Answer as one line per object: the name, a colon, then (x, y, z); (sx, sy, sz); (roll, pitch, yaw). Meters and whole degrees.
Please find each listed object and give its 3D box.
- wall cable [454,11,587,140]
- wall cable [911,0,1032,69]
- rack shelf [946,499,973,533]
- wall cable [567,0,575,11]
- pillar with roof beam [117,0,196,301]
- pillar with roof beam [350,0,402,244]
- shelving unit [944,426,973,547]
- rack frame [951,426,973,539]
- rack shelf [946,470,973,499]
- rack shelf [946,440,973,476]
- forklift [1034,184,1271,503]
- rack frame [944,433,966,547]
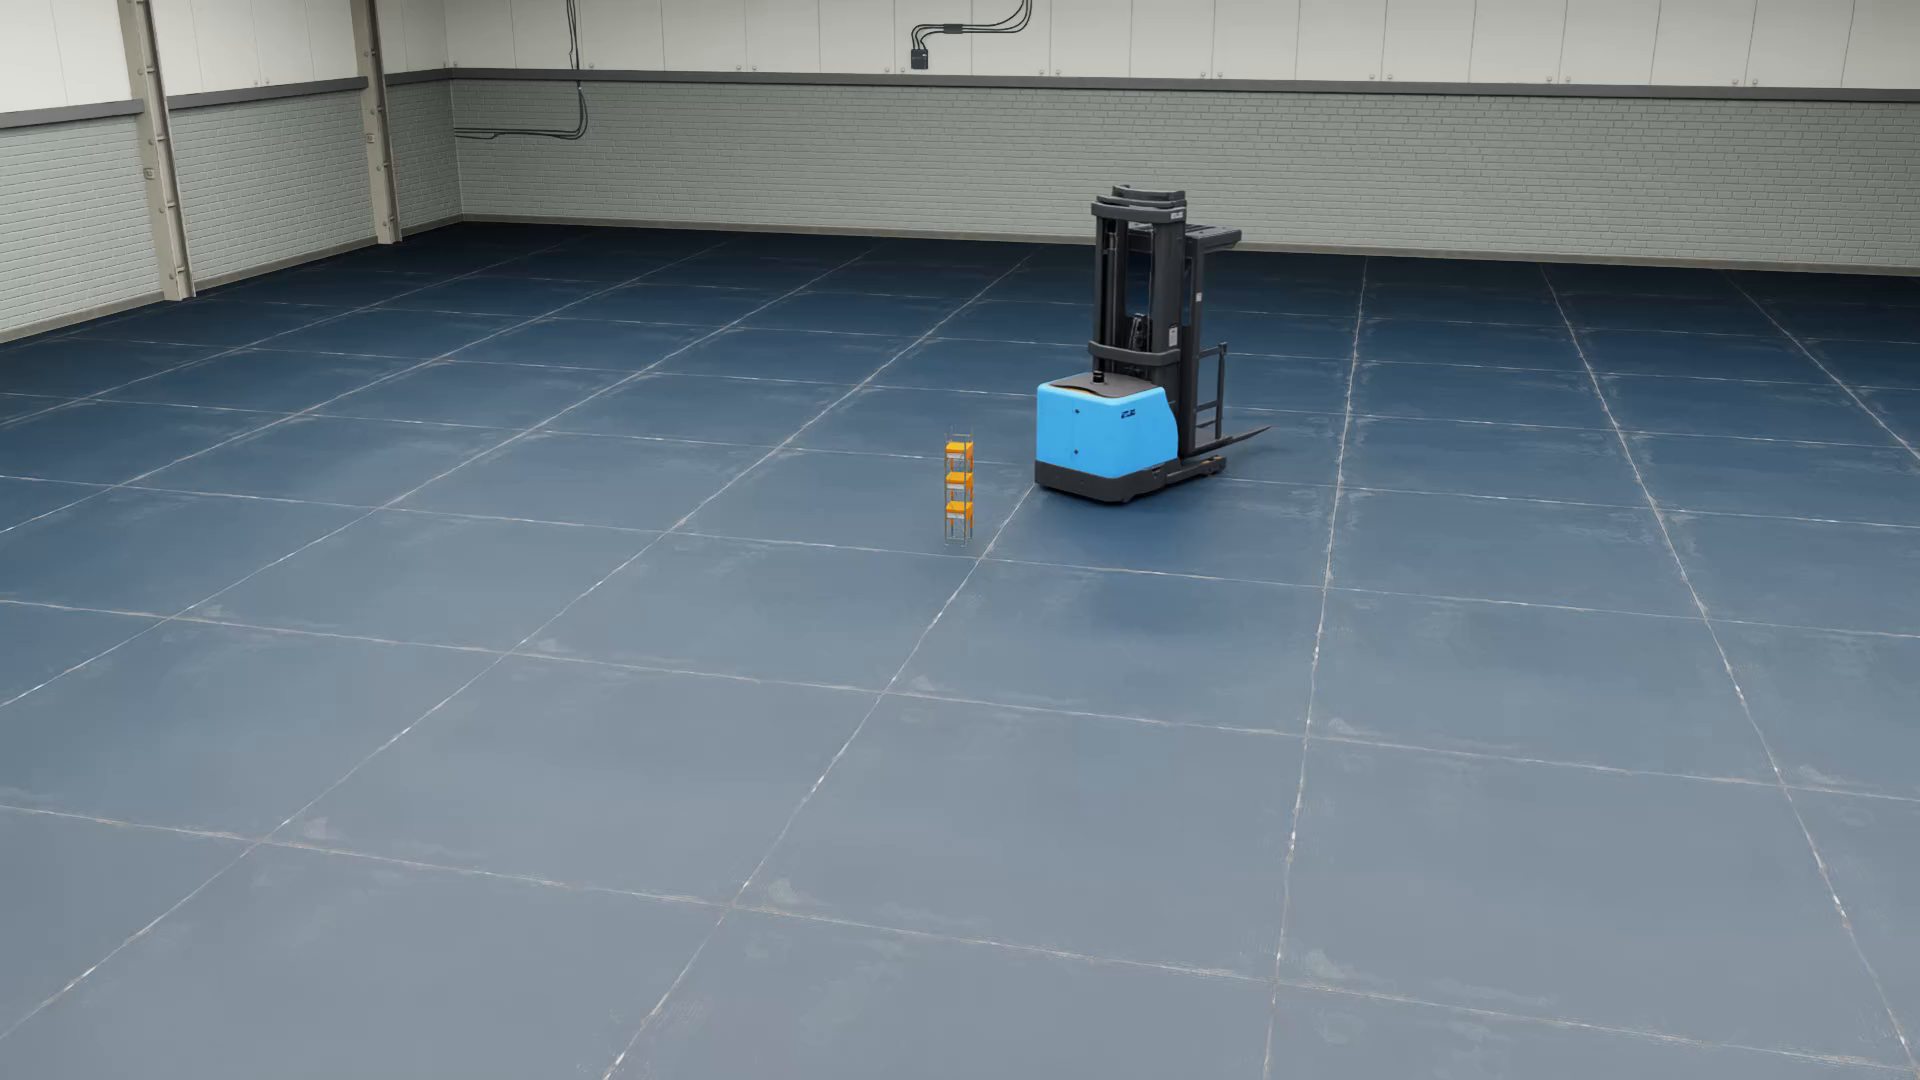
wall cable: (-9.001, -9.355, 33.522); (3.097, 2.526, 0.112); (5, 19, 13)
wall cable: (0.201, -11.680, 30.261); (2.305, 6.003, 0.169); (5, 19, 13)
rack shelf: (-0.013, -0.207, 15.124); (0.215, 0.259, 0.240); (5, 19, 13)
wall cable: (-6.377, -11.532, 32.080); (3.097, 2.526, 0.112); (5, 19, 13)
pillar with roof beam: (-8.294, -7.785, 24.121); (9.100, 9.000, 0.400); (5, 19, 13)
pillar with roof beam: (-6.828, -9.666, 29.627); (9.100, 9.000, 0.400); (5, 19, 13)
shelving unit: (-0.013, -0.480, 15.031); (0.215, 1.050, 0.252); (5, 19, 13)
rack frame: (0.017, -0.518, 15.143); (0.200, 1.050, 0.008); (5, 19, 13)
rack shelf: (-0.013, -0.470, 15.035); (0.215, 0.259, 0.240); (5, 19, 13)
rack shelf: (-0.013, -0.739, 14.943); (0.215, 0.259, 0.240); (5, 19, 13)
forklift: (2.128, -2.144, 16.992); (1.130, 2.935, 3.031); (17, 25, 41)
rack frame: (-0.043, -0.442, 14.919); (0.200, 1.050, 0.008); (5, 19, 13)
